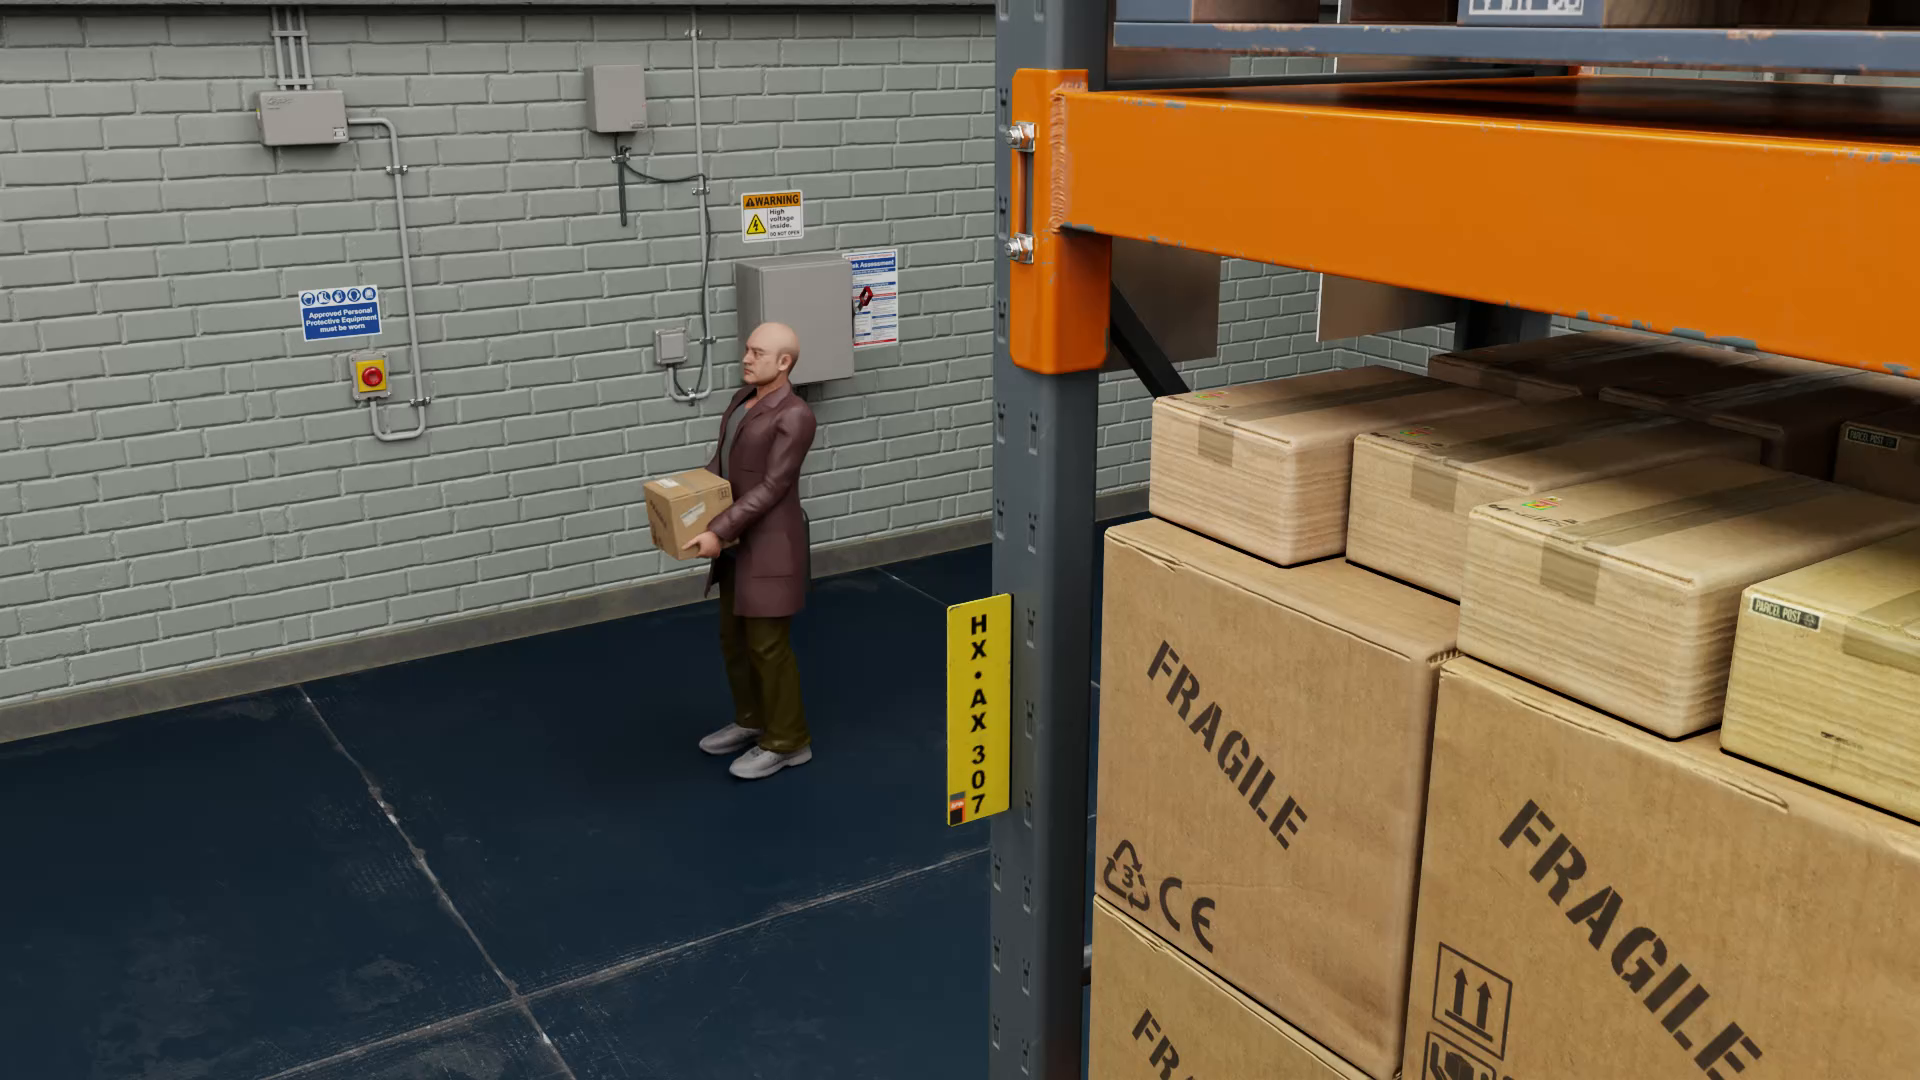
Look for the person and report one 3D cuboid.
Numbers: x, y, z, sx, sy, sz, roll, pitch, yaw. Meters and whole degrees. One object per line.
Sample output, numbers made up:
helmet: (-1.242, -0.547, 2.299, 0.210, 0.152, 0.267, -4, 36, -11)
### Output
person: (-0.861, 0.050, 6.431, 0.562, 1.769, 0.530, -11, 21, -31)
